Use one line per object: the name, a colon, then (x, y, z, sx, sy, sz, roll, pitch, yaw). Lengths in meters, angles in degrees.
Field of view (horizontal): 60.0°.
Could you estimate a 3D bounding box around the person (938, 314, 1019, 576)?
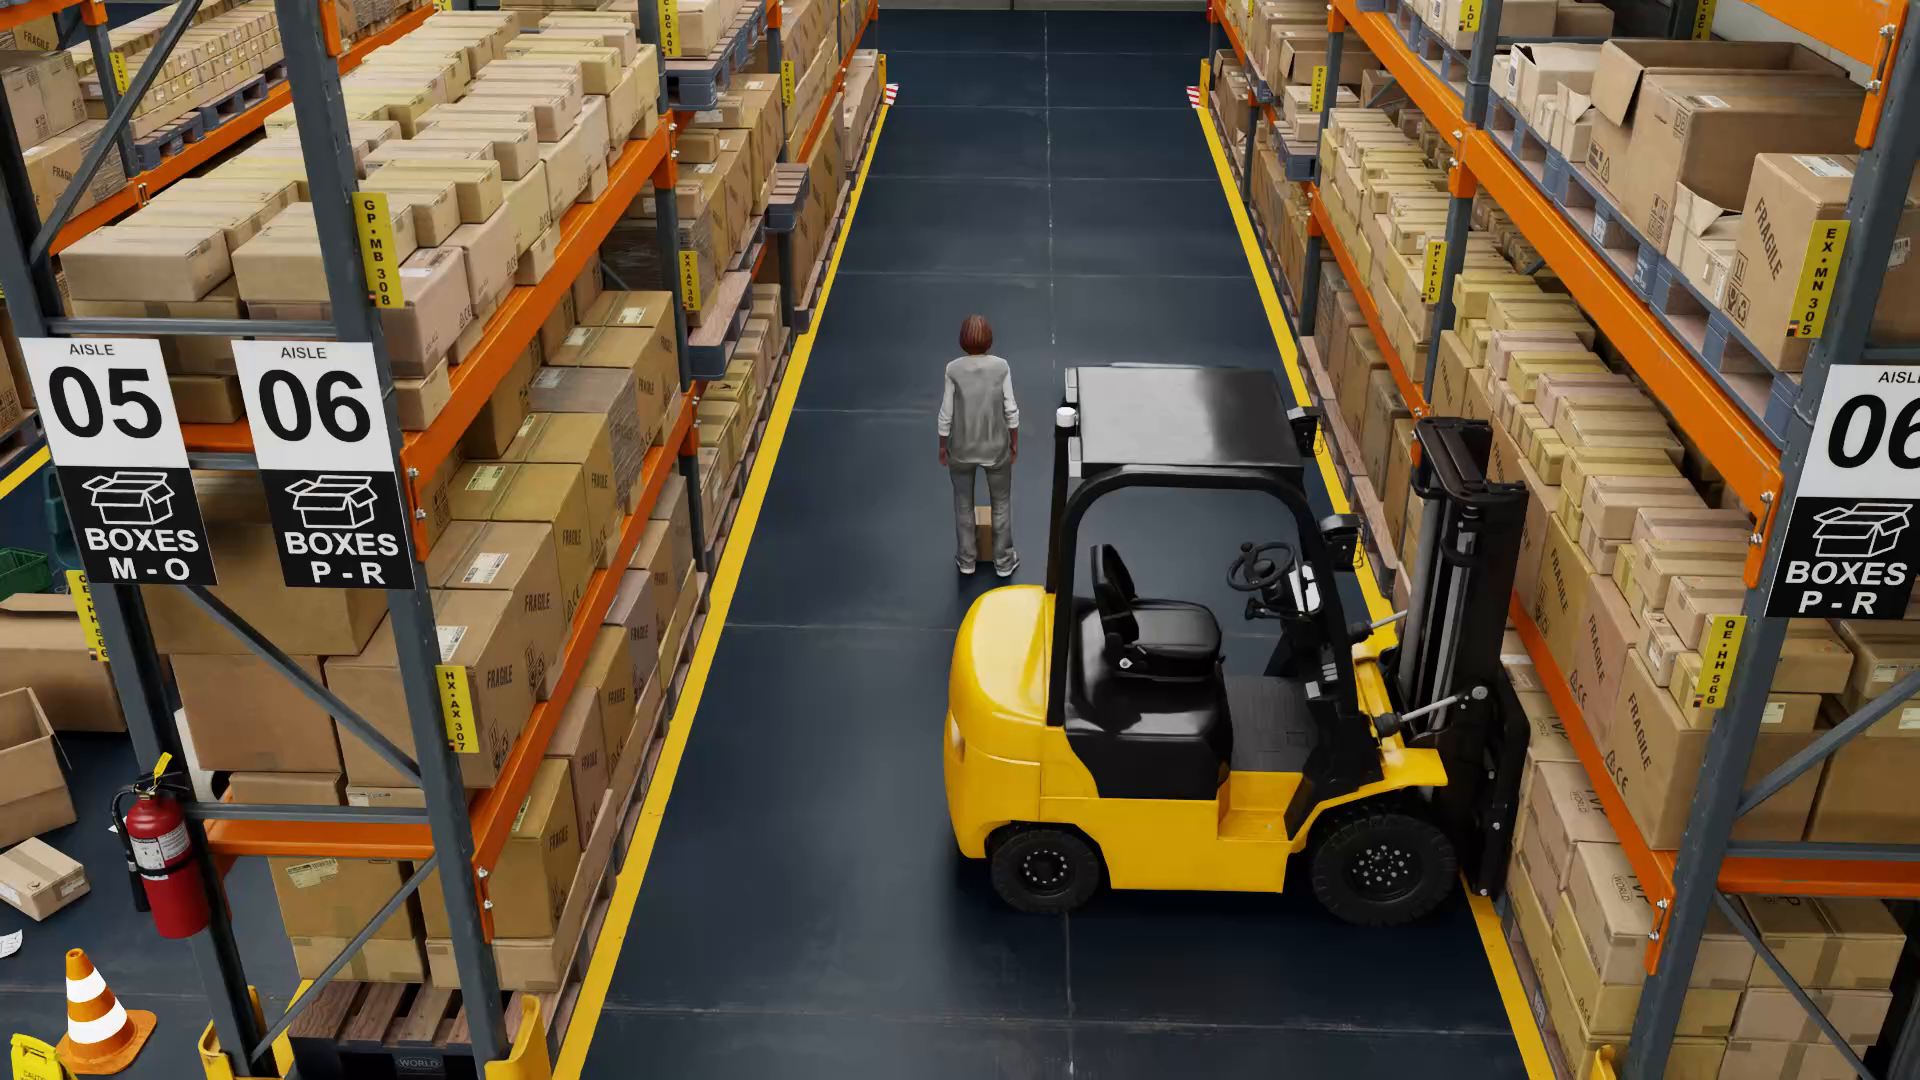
person: (0.114, -0.525, 9.606, 0.485, 1.593, 0.374, -1, 28, -1)
